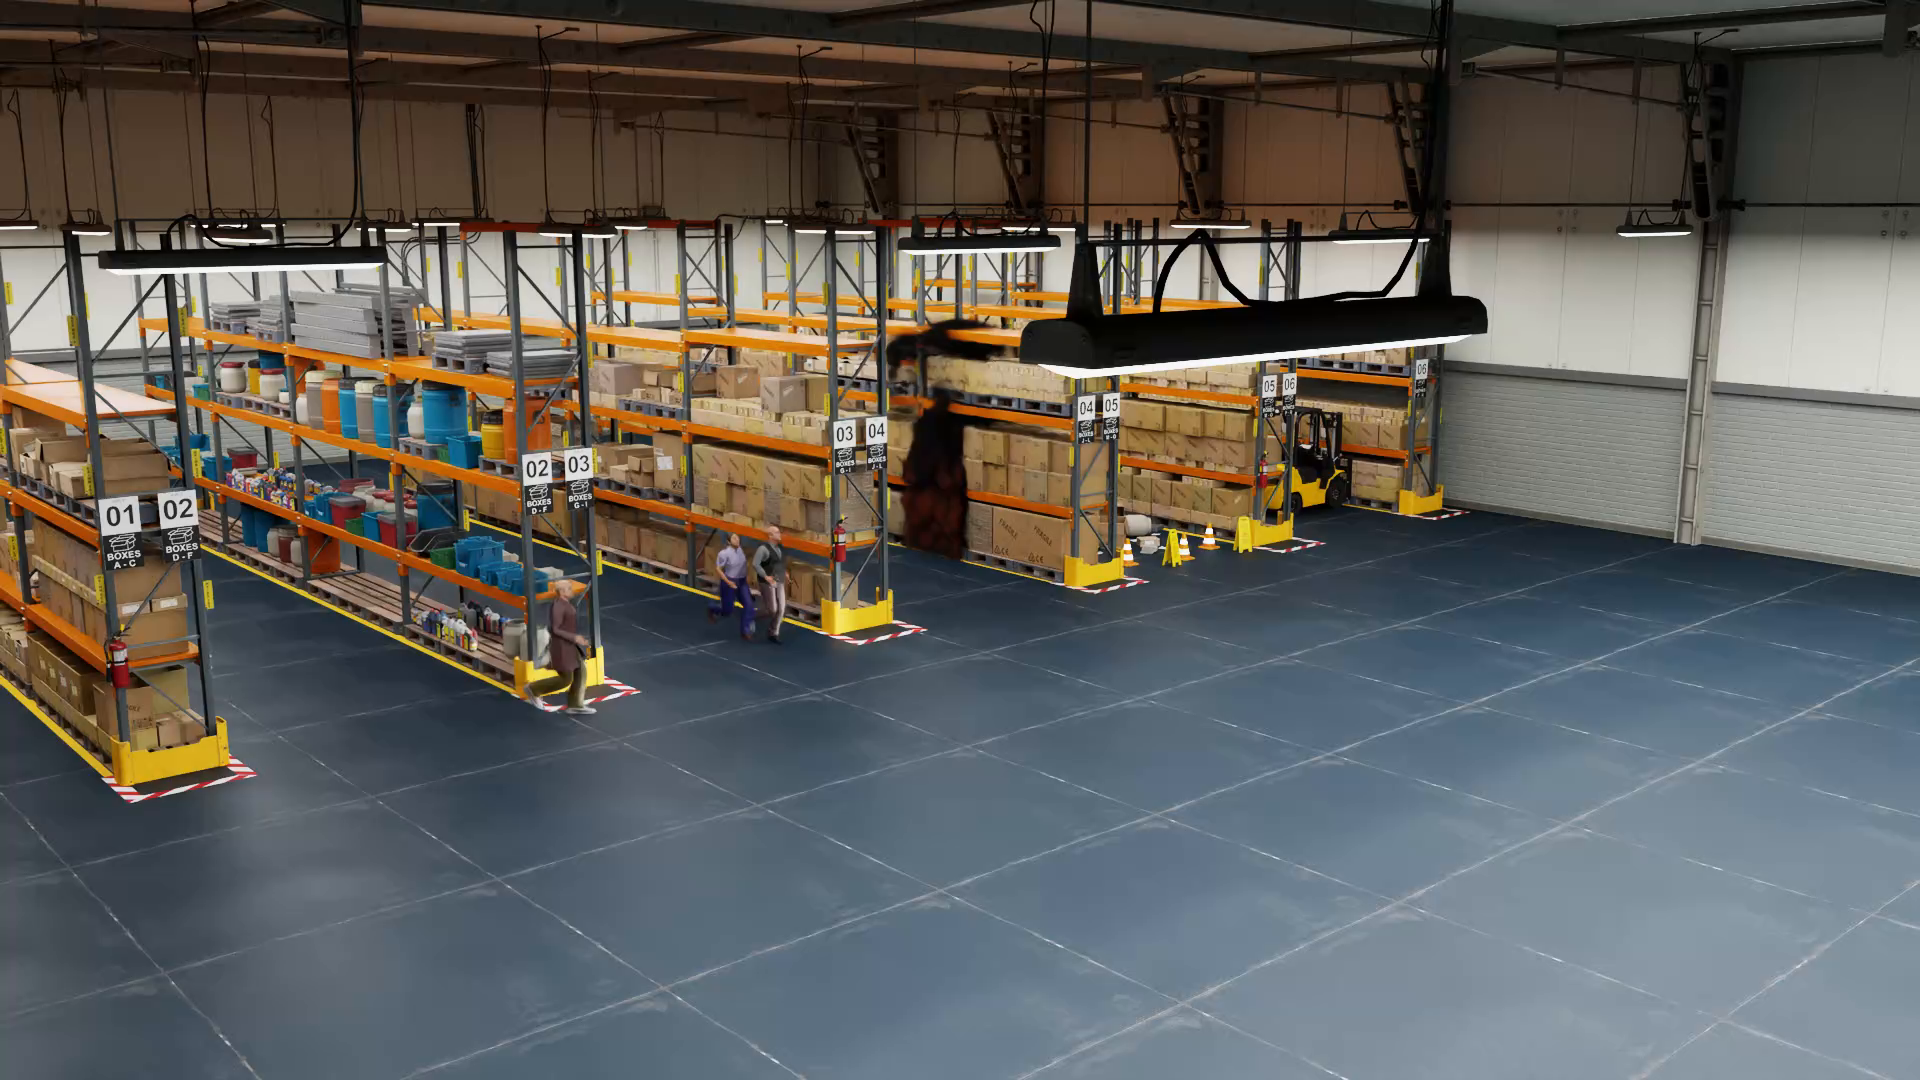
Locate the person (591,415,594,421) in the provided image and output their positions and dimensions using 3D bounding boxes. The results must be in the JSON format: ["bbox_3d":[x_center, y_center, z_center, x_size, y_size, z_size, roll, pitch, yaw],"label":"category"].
[{"bbox_3d":[-9.091,-2.670,40.915,0.564,1.656,0.541,4,12,21],"label":"person"}]

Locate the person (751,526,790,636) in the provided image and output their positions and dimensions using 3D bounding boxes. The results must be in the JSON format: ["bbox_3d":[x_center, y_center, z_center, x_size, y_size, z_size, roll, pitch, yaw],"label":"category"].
[{"bbox_3d":[-2.798,0.601,24.540,0.576,1.630,0.684,8,14,34],"label":"person"}]

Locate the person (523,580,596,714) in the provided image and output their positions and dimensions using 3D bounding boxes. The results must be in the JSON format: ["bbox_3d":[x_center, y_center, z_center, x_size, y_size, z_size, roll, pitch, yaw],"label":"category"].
[{"bbox_3d":[-5.028,1.350,20.789,0.873,1.743,0.698,-1,11,-7],"label":"person"}]

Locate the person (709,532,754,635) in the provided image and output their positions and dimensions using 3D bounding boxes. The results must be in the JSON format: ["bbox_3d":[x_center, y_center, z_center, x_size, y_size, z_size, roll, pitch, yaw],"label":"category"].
[{"bbox_3d":[-3.386,0.625,24.597,0.722,1.525,0.597,10,15,41],"label":"person"}]
